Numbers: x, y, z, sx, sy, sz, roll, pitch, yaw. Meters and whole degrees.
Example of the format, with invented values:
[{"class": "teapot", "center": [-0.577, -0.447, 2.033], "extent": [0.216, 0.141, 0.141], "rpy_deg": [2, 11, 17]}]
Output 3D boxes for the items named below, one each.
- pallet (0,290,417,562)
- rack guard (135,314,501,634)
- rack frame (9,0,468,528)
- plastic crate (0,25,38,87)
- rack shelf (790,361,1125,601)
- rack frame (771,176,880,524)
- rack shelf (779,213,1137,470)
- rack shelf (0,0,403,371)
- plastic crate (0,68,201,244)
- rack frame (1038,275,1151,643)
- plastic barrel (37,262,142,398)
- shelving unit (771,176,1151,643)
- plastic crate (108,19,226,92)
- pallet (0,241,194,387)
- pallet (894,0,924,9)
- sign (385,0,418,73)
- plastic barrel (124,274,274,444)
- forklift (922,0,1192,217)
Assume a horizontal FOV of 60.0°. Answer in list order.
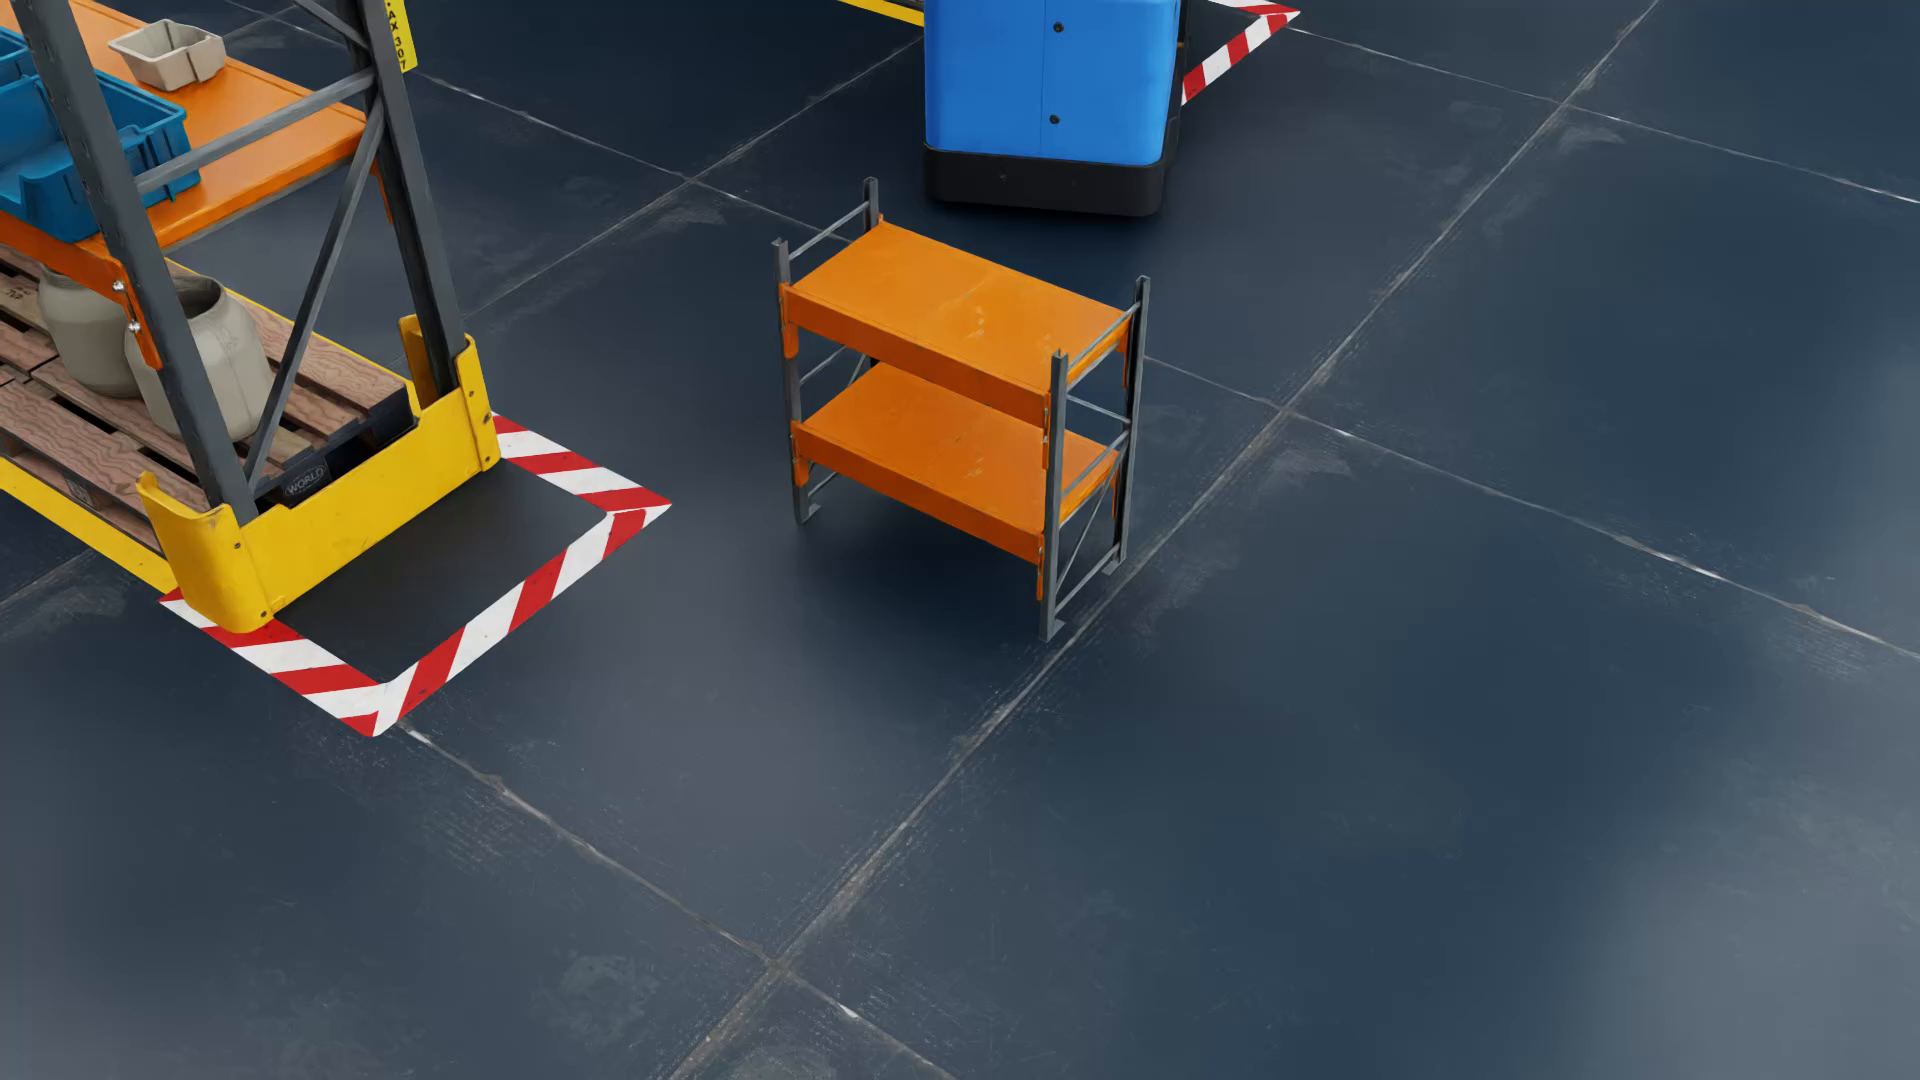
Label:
[{"class": "pallet", "center": [-2.794, -0.454, 6.099], "extent": [1.213, 0.211, 1.003], "rpy_deg": [25, 48, 25]}, {"class": "rack guard", "center": [-2.132, -0.248, 5.652], "extent": [0.348, 0.500, 1.175], "rpy_deg": [25, 48, 25]}, {"class": "rack frame", "center": [-2.042, -1.176, 4.814], "extent": [0.127, 3.000, 1.000], "rpy_deg": [25, 48, 25]}, {"class": "plastic crate", "center": [-3.152, -1.400, 5.177], "extent": [0.408, 0.251, 0.499], "rpy_deg": [25, 48, 25]}, {"class": "rack shelf", "center": [-0.006, -0.240, 5.541], "extent": [1.000, 0.278, 0.538], "rpy_deg": [25, 48, 25]}, {"class": "rack frame", "center": [-0.422, -0.616, 5.595], "extent": [0.032, 1.125, 0.500], "rpy_deg": [25, 48, 25]}, {"class": "rack shelf", "center": [-0.006, -0.640, 5.183], "extent": [1.000, 0.278, 0.538], "rpy_deg": [25, 48, 25]}, {"class": "rack shelf", "center": [-3.680, -1.673, 5.910], "extent": [4.000, 0.370, 1.077], "rpy_deg": [25, 48, 25]}, {"class": "plastic crate", "center": [-2.624, -1.148, 4.896], "extent": [0.616, 0.251, 0.499], "rpy_deg": [25, 48, 25]}, {"class": "rack frame", "center": [0.411, -0.227, 5.160], "extent": [0.032, 1.125, 0.500], "rpy_deg": [25, 48, 25]}, {"class": "plastic barrel", "center": [-3.035, -0.807, 5.953], "extent": [0.421, 0.512, 0.421], "rpy_deg": [0, 42, 0]}, {"class": "shelving unit", "center": [-0.006, -0.422, 5.378], "extent": [1.048, 1.125, 0.538], "rpy_deg": [25, 48, 25]}, {"class": "plastic crate", "center": [-2.590, -1.596, 5.482], "extent": [0.250, 0.136, 0.298], "rpy_deg": [25, 48, 25]}, {"class": "pallet", "center": [-3.788, -0.921, 6.621], "extent": [1.213, 0.211, 1.003], "rpy_deg": [25, 48, 25]}, {"class": "pallet", "center": [0.095, -3.200, 9.168], "extent": [1.213, 0.211, 1.003], "rpy_deg": [25, 48, 25]}, {"class": "sign", "center": [-1.723, -1.577, 5.056], "extent": [0.005, 0.325, 0.100], "rpy_deg": [25, 48, 25]}, {"class": "plastic barrel", "center": [-2.625, -0.615, 5.739], "extent": [0.421, 0.512, 0.421], "rpy_deg": [0, 42, 0]}, {"class": "forklift", "center": [0.583, -3.482, 7.443], "extent": [1.130, 2.935, 3.031], "rpy_deg": [6, 42, 7]}]
